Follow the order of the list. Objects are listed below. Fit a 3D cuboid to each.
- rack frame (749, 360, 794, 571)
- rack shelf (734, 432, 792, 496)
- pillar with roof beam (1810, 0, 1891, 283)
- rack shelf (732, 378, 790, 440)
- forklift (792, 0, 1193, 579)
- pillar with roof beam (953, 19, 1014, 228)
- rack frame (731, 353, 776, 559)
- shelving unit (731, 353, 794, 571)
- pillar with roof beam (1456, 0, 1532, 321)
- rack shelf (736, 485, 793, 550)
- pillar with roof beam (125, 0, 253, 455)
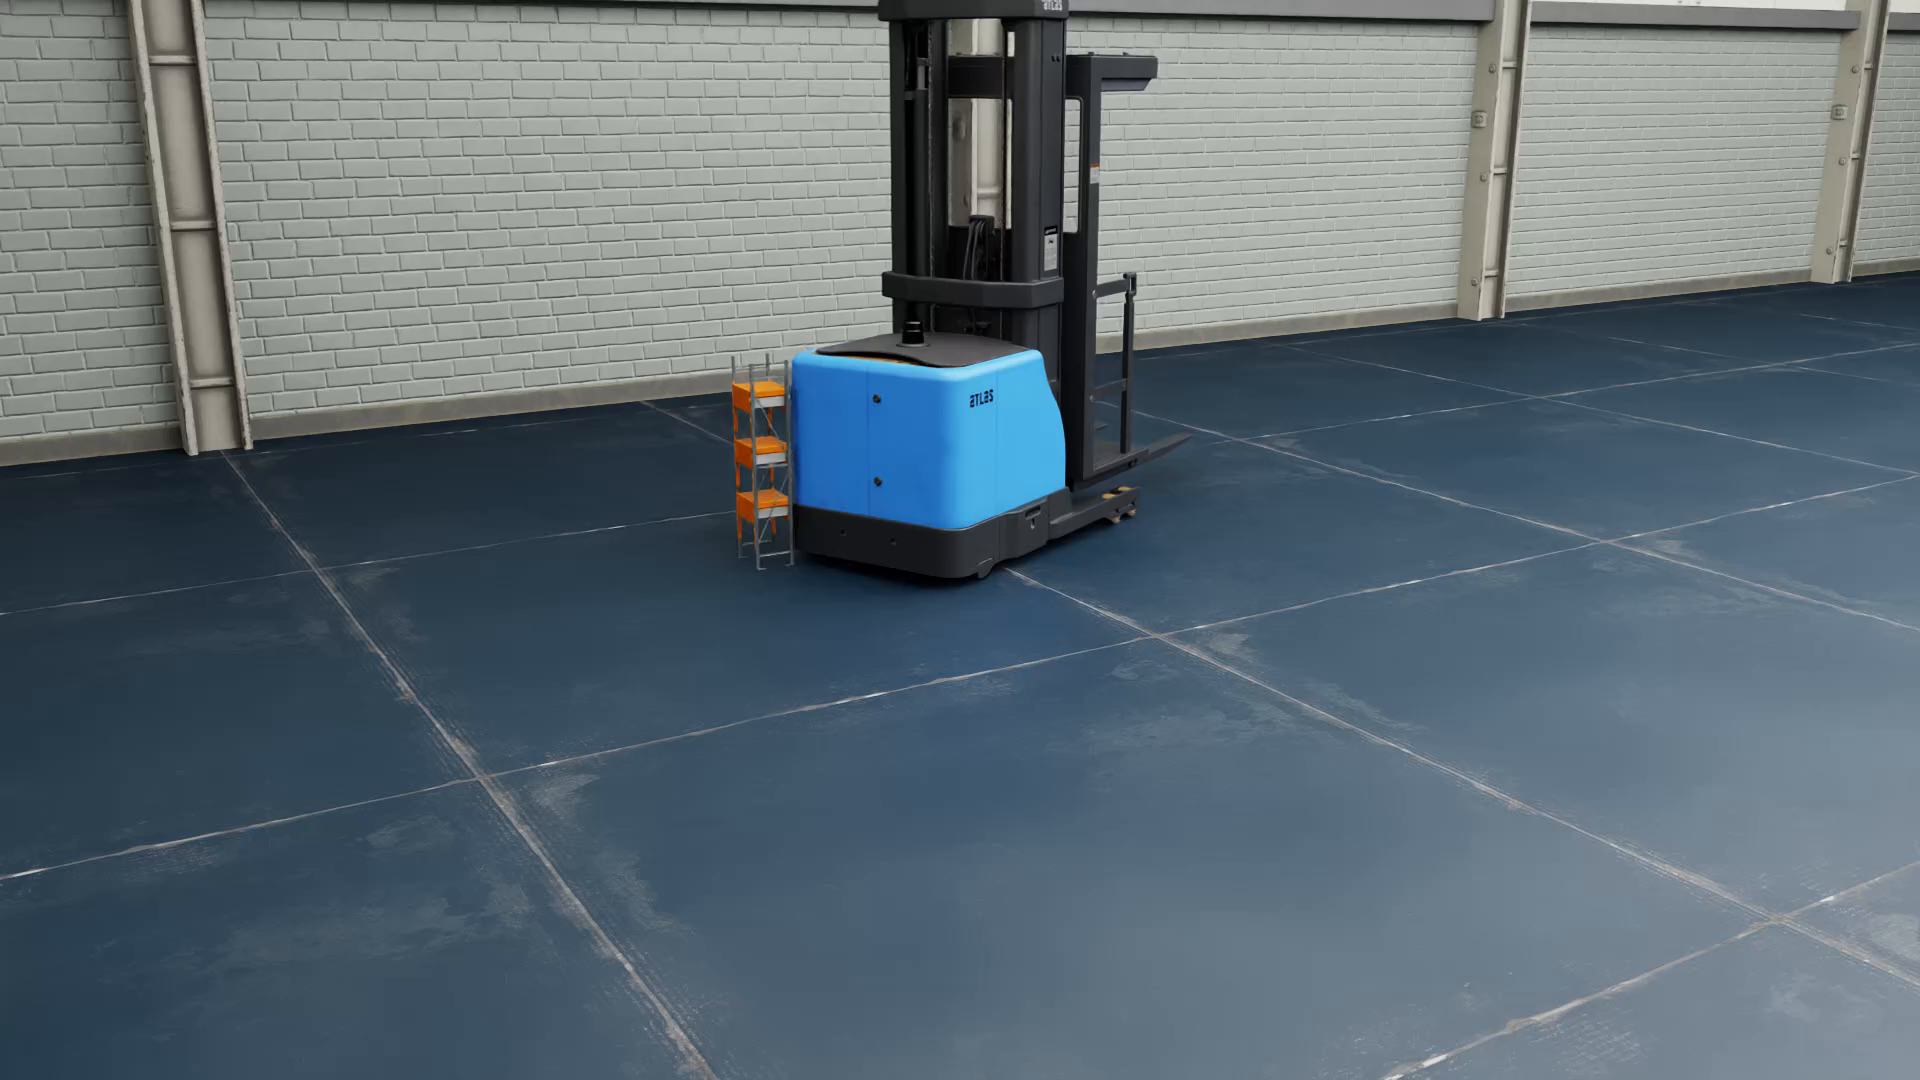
[{"bbox_3d":[-0.935,-0.365,8.268,0.200,1.050,0.008,-8,18,-27],"label":"rack frame"},{"bbox_3d":[-0.993,-0.384,8.375,0.215,0.259,0.240,-8,18,-27],"label":"rack shelf"},{"bbox_3d":[12.690,-6.455,15.266,0.400,9.000,9.100,-9,18,-30],"label":"pillar with roof beam"},{"bbox_3d":[-0.993,-0.657,8.298,0.215,0.259,0.240,-8,18,-27],"label":"rack shelf"},{"bbox_3d":[0.368,-1.567,9.069,1.130,2.935,3.031,10,18,31],"label":"forklift"},{"bbox_3d":[2.404,-4.787,9.316,0.400,9.000,9.100,-9,18,-30],"label":"pillar with roof beam"},{"bbox_3d":[-1.051,-0.423,8.475,0.200,1.050,0.008,-8,18,-27],"label":"rack frame"},{"bbox_3d":[-0.993,-0.394,8.372,0.215,1.050,0.252,-8,18,-27],"label":"shelving unit"},{"bbox_3d":[7.547,-5.621,12.291,0.400,9.000,9.100,-9,18,-30],"label":"pillar with roof beam"},{"bbox_3d":[-0.993,-0.117,8.450,0.215,0.259,0.240,-8,18,-27],"label":"rack shelf"},{"bbox_3d":[-2.739,-3.953,6.340,0.400,9.000,9.100,-9,18,-30],"label":"pillar with roof beam"}]
